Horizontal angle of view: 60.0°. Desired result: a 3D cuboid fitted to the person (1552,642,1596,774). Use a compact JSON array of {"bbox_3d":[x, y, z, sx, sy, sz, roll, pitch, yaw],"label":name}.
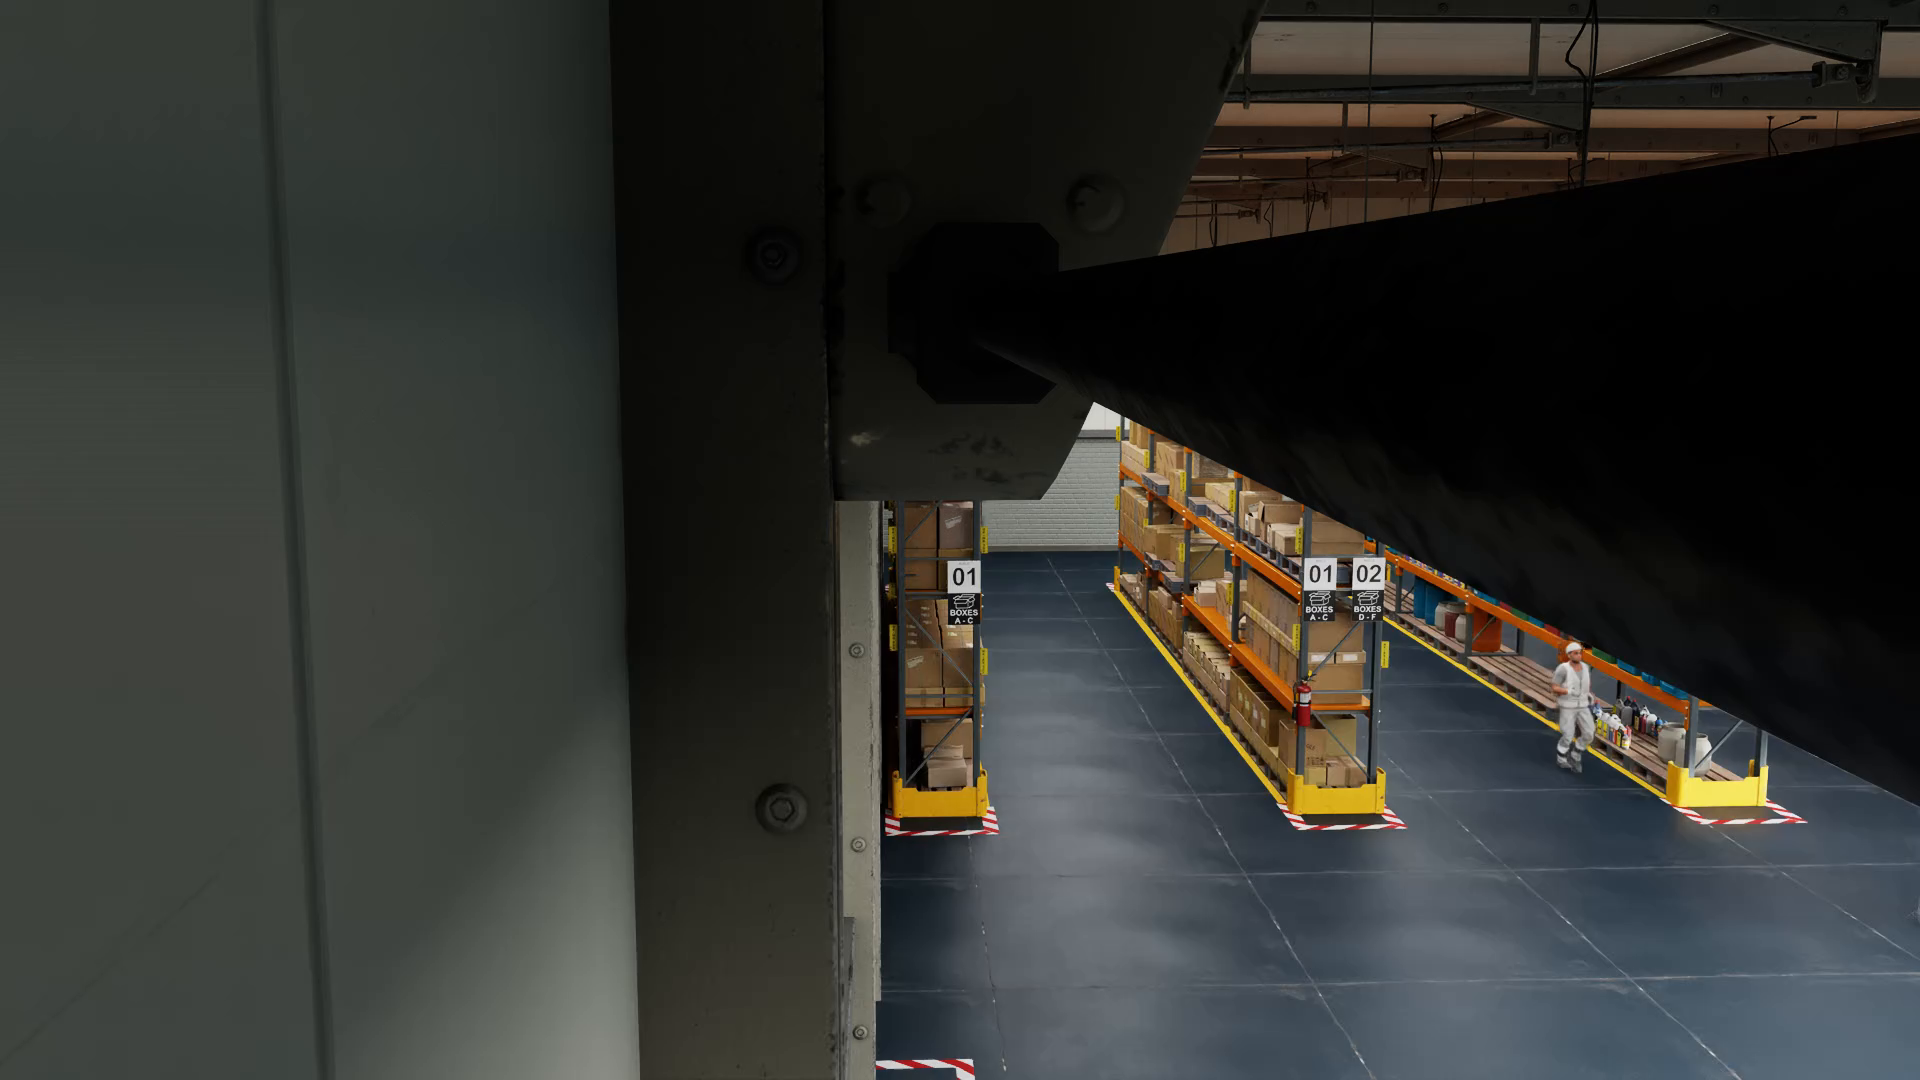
[{"bbox_3d":[8.238,2.264,22.241,0.621,1.786,0.645,-1,8,-8],"label":"person"}]
